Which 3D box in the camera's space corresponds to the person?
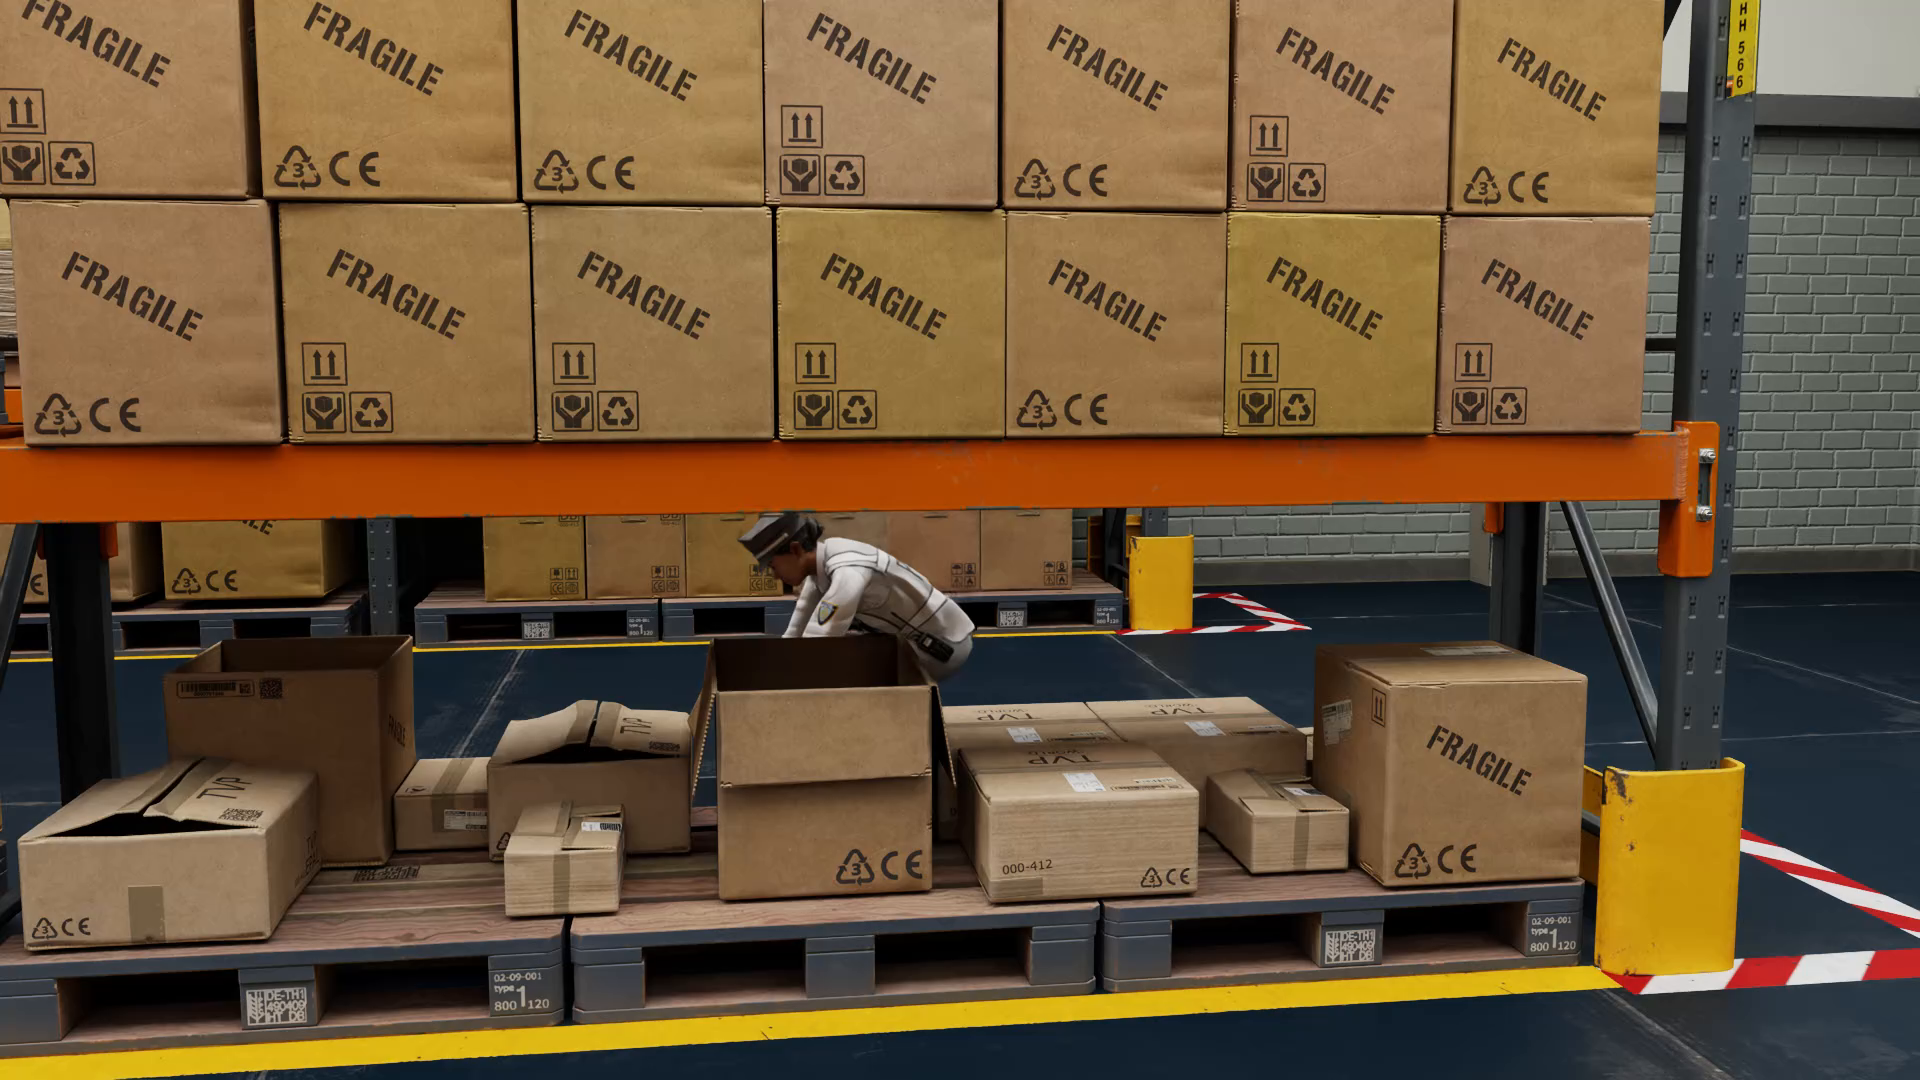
[{"bbox_3d":[-0.355,0.353,5.739,0.819,0.994,0.494,-1,7,-11],"label":"person"}]
